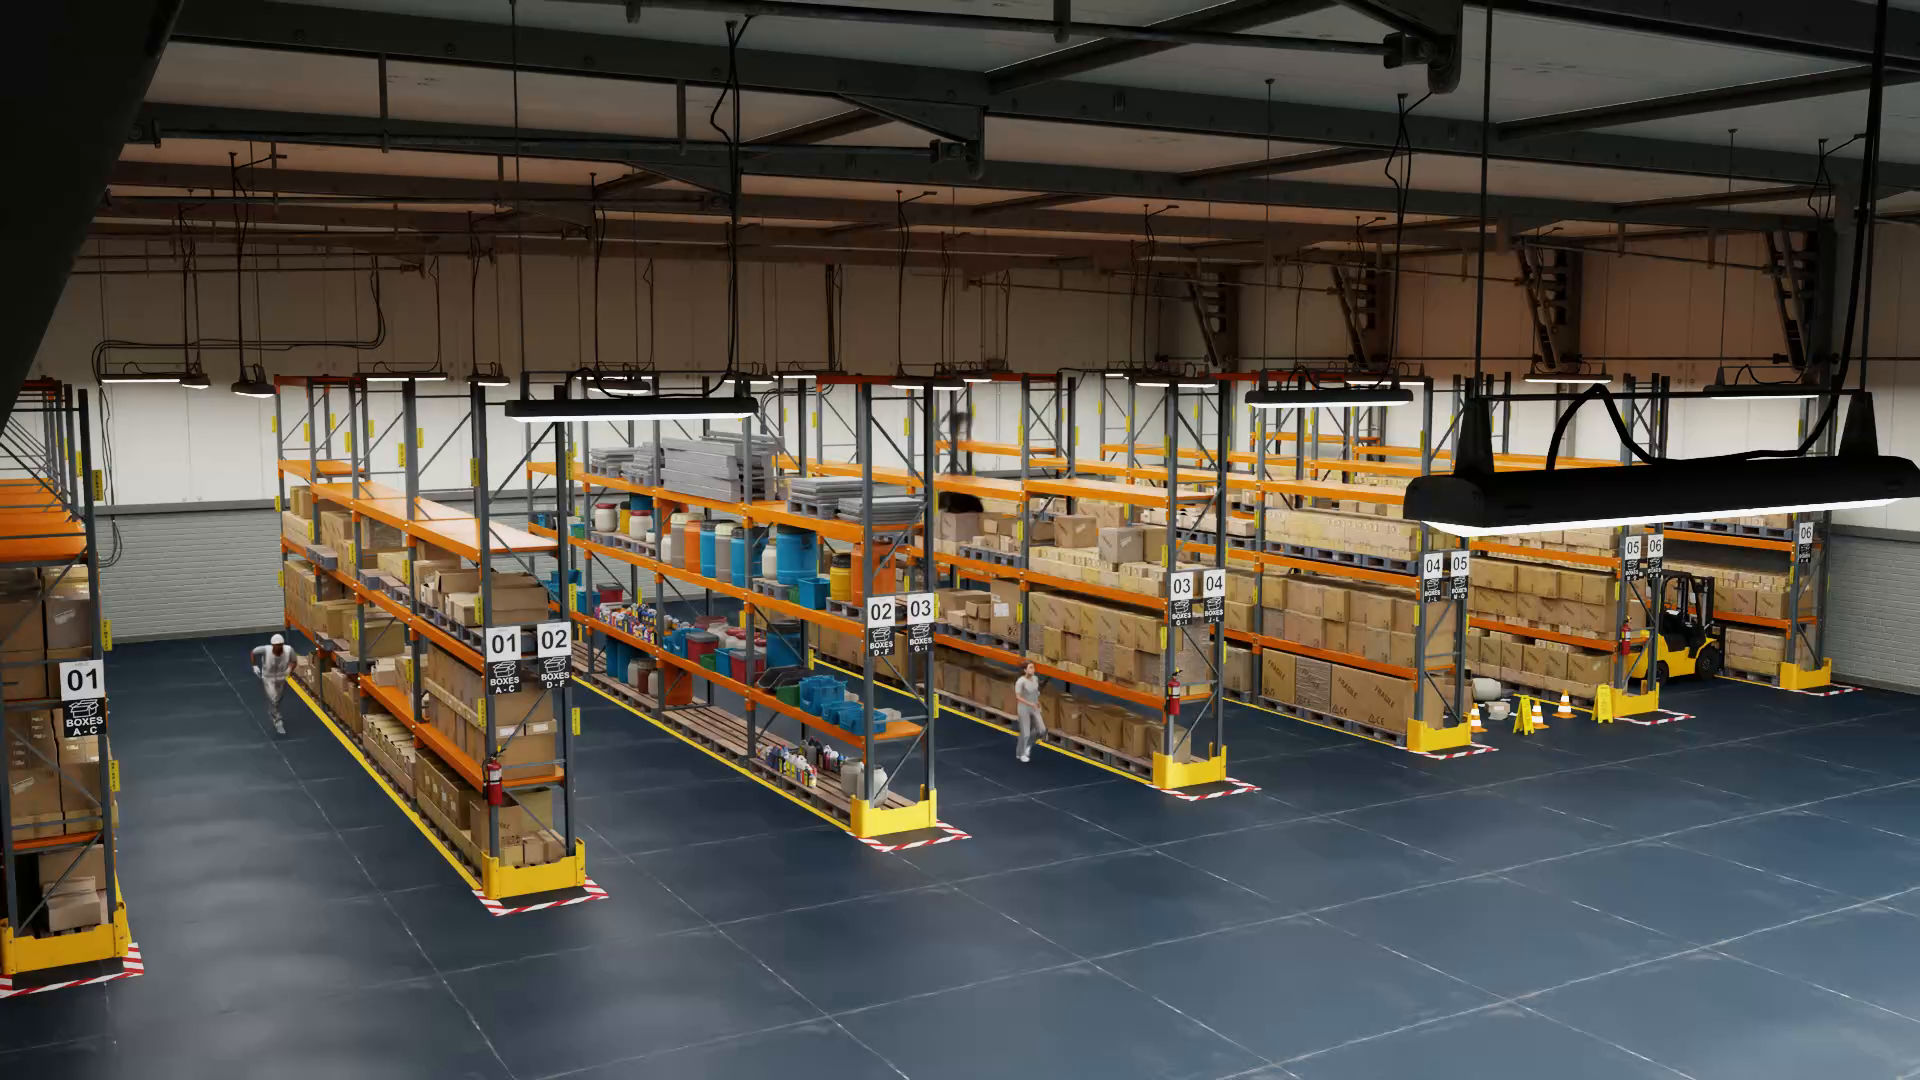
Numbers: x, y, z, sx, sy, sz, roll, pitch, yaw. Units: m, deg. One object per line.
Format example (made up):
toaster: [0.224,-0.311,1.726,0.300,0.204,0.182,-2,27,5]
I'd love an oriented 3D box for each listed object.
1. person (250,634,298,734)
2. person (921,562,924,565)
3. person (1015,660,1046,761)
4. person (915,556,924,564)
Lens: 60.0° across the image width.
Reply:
person: [-11.697,2.415,28.367,0.729,1.732,1.055,-4,7,-32]
person: [-1.014,1.286,39.064,0.604,1.617,0.991,-6,9,-44]
person: [1.100,2.676,26.029,0.544,1.624,0.636,-5,8,-36]
person: [-0.960,0.913,41.930,0.653,1.671,0.574,2,7,21]
